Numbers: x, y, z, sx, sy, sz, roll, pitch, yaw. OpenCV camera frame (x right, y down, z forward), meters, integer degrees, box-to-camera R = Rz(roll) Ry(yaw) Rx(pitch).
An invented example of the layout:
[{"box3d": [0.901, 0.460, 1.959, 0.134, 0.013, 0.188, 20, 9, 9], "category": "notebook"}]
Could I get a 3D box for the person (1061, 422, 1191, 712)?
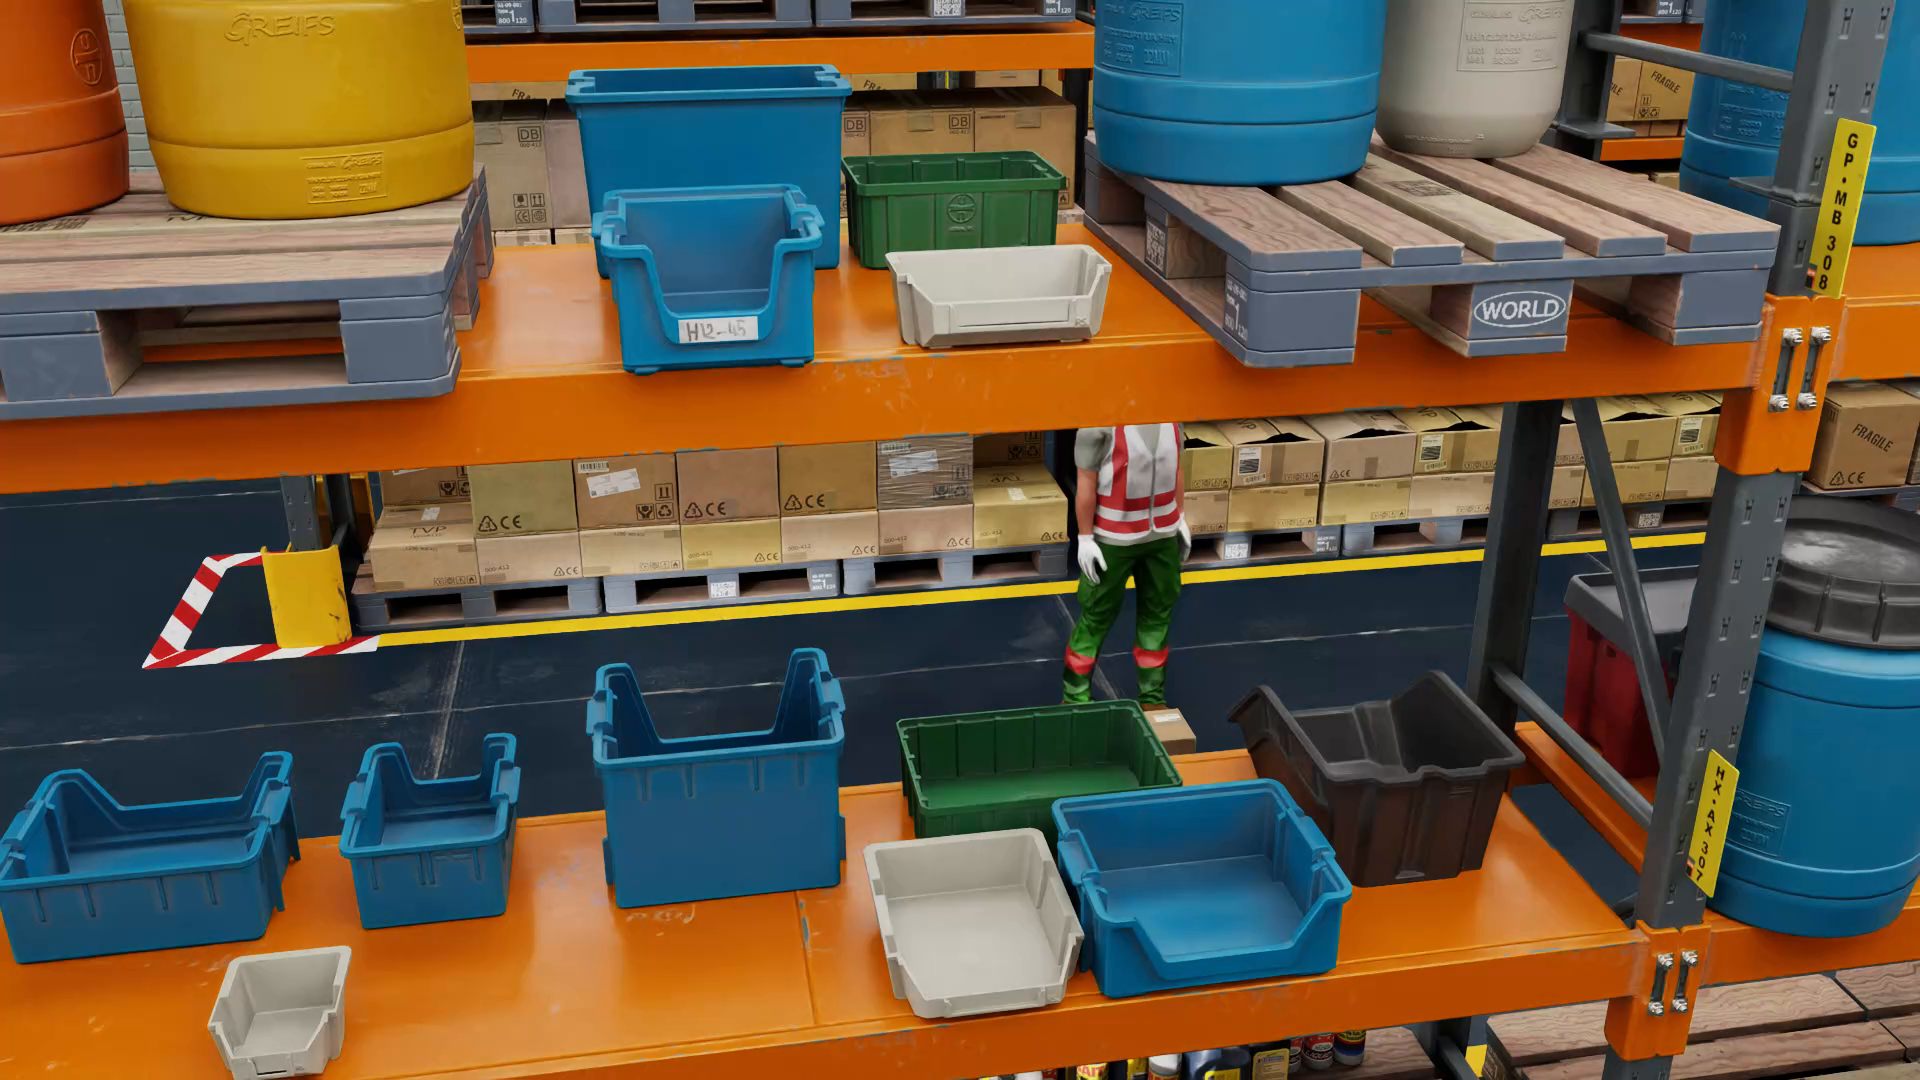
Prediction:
[{"box3d": [0.762, 0.002, 7.072, 0.572, 1.822, 0.447, -11, 25, -23], "category": "person"}]
